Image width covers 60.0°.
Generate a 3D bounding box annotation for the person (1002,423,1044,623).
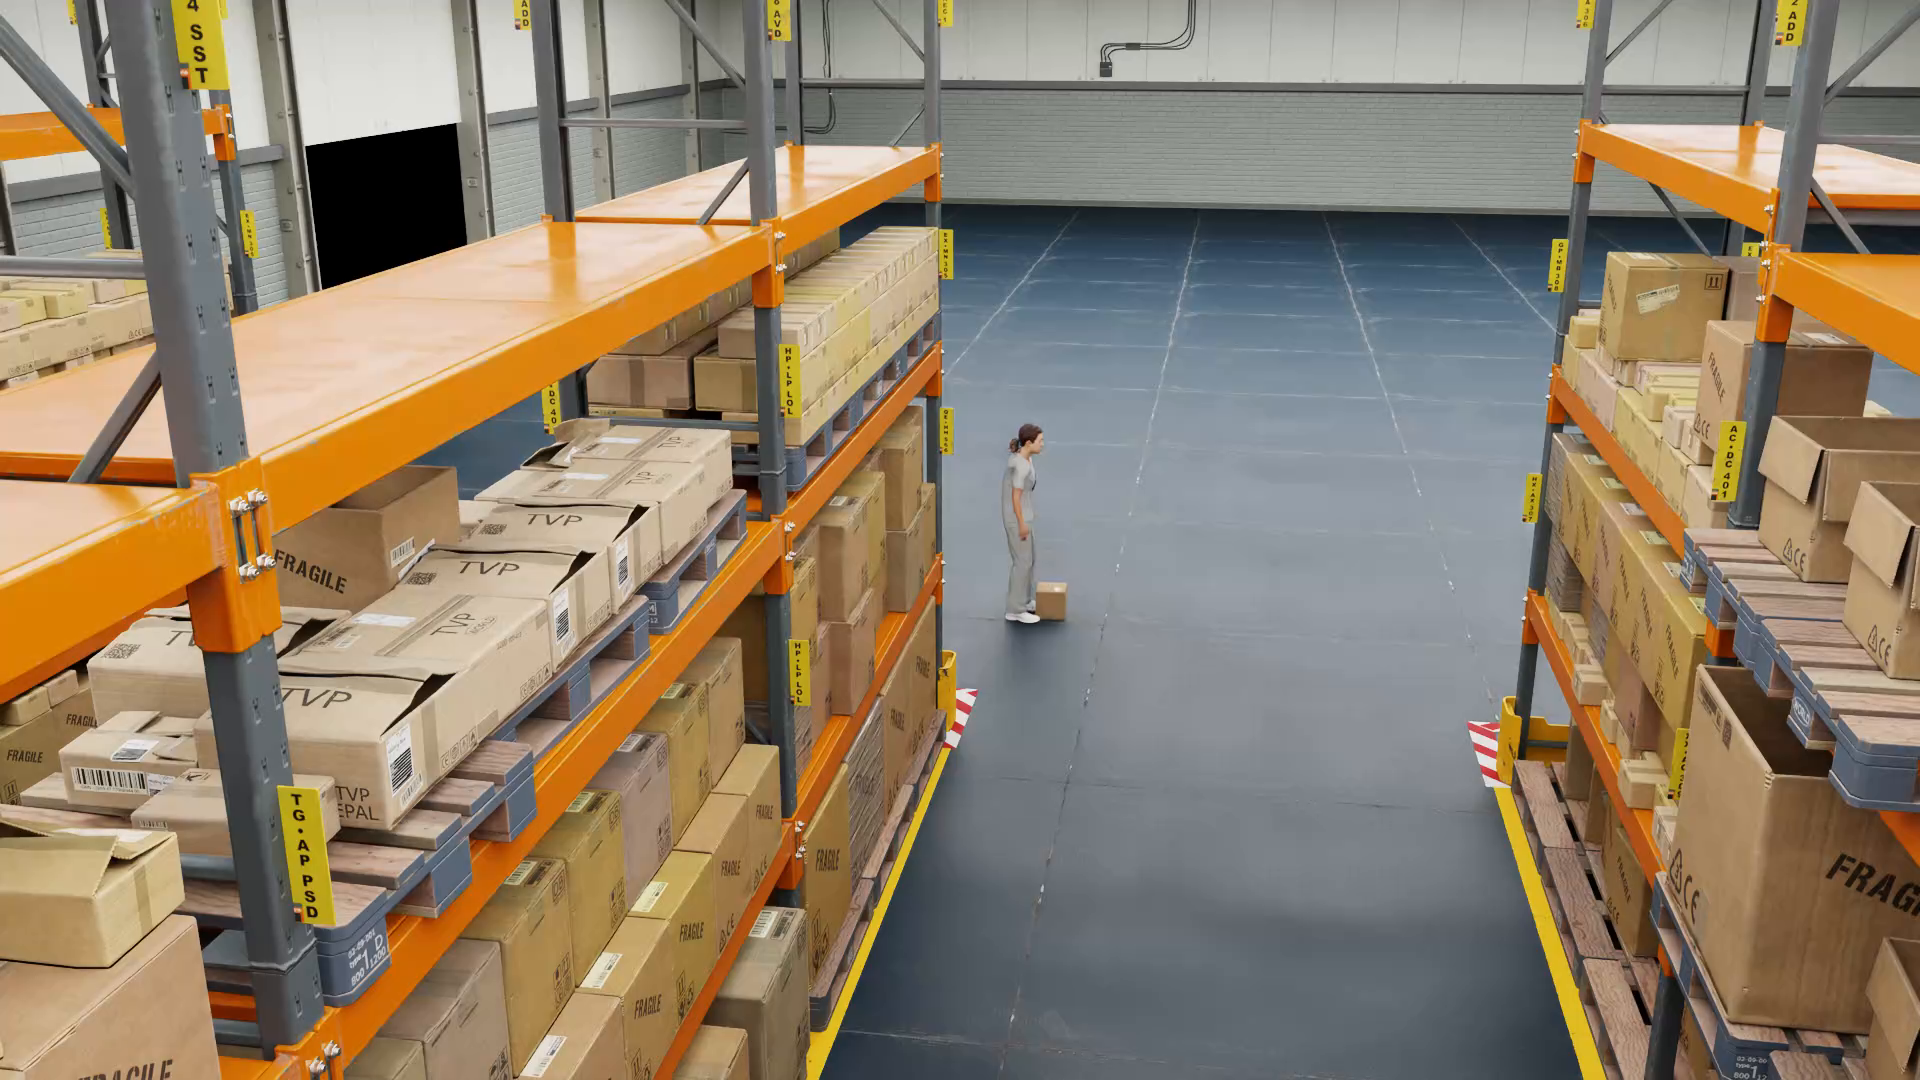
[{"bbox_3d":[0.533,-0.164,14.009,0.368,1.671,0.498,2,18,6],"label":"person"}]
